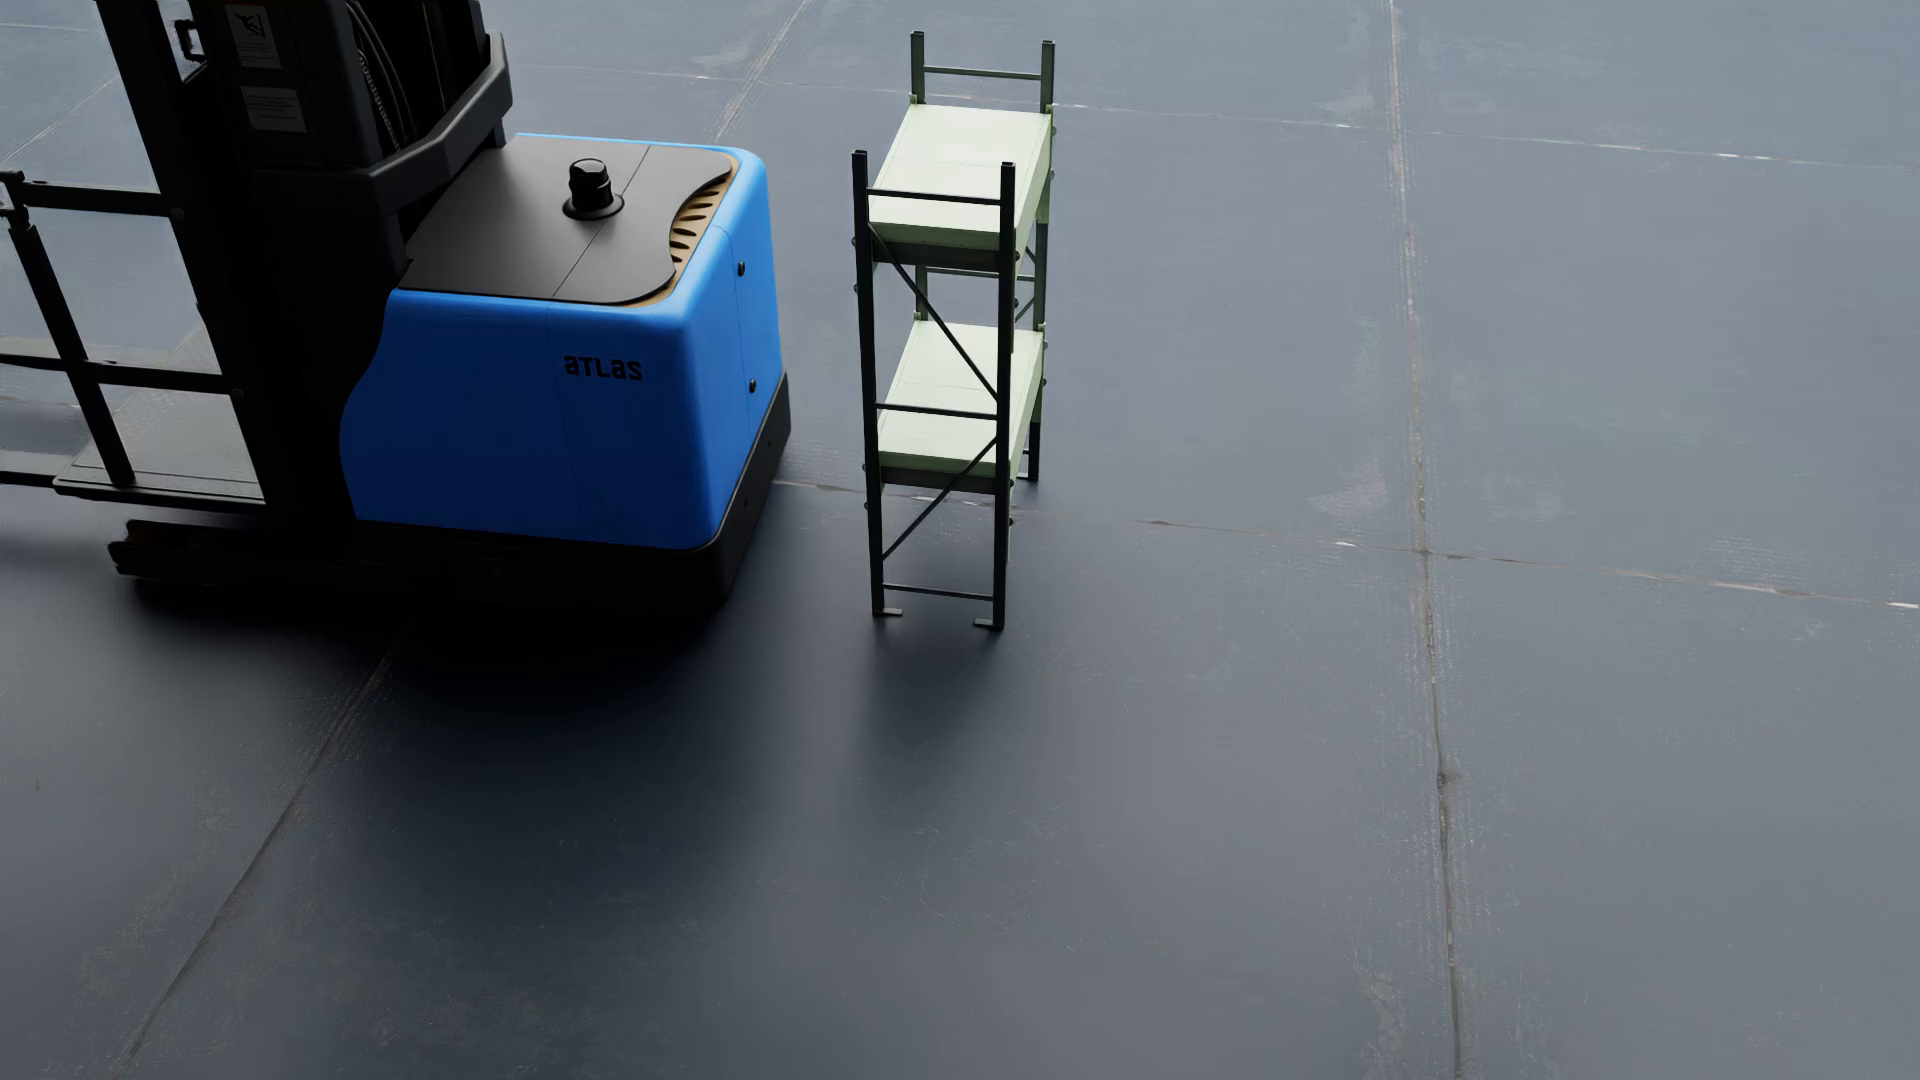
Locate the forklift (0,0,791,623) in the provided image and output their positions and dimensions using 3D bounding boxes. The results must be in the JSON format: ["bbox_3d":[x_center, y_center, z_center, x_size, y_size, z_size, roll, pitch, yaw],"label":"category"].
[{"bbox_3d":[-2.128,-1.314,4.539,3.031,2.935,1.130,5,40,6],"label":"forklift"}]

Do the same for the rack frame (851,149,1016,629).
[{"bbox_3d":[-0.064,-0.344,4.489,0.400,1.500,0.023,6,40,8],"label":"rack frame"}]

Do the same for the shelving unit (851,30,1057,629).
[{"bbox_3d":[-0.001,-0.574,4.767,0.431,1.500,0.755,6,40,8],"label":"shelving unit"}]

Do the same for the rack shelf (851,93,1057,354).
[{"bbox_3d":[-0.001,-0.875,4.518,0.431,0.370,0.720,6,40,8],"label":"rack shelf"}]

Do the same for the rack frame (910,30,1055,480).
[{"bbox_3d":[0.062,-0.804,5.045,0.400,1.500,0.023,6,40,8],"label":"rack frame"}]

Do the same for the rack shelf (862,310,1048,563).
[{"bbox_3d":[-0.001,-0.323,4.975,0.431,0.370,0.720,6,40,8],"label":"rack shelf"}]
